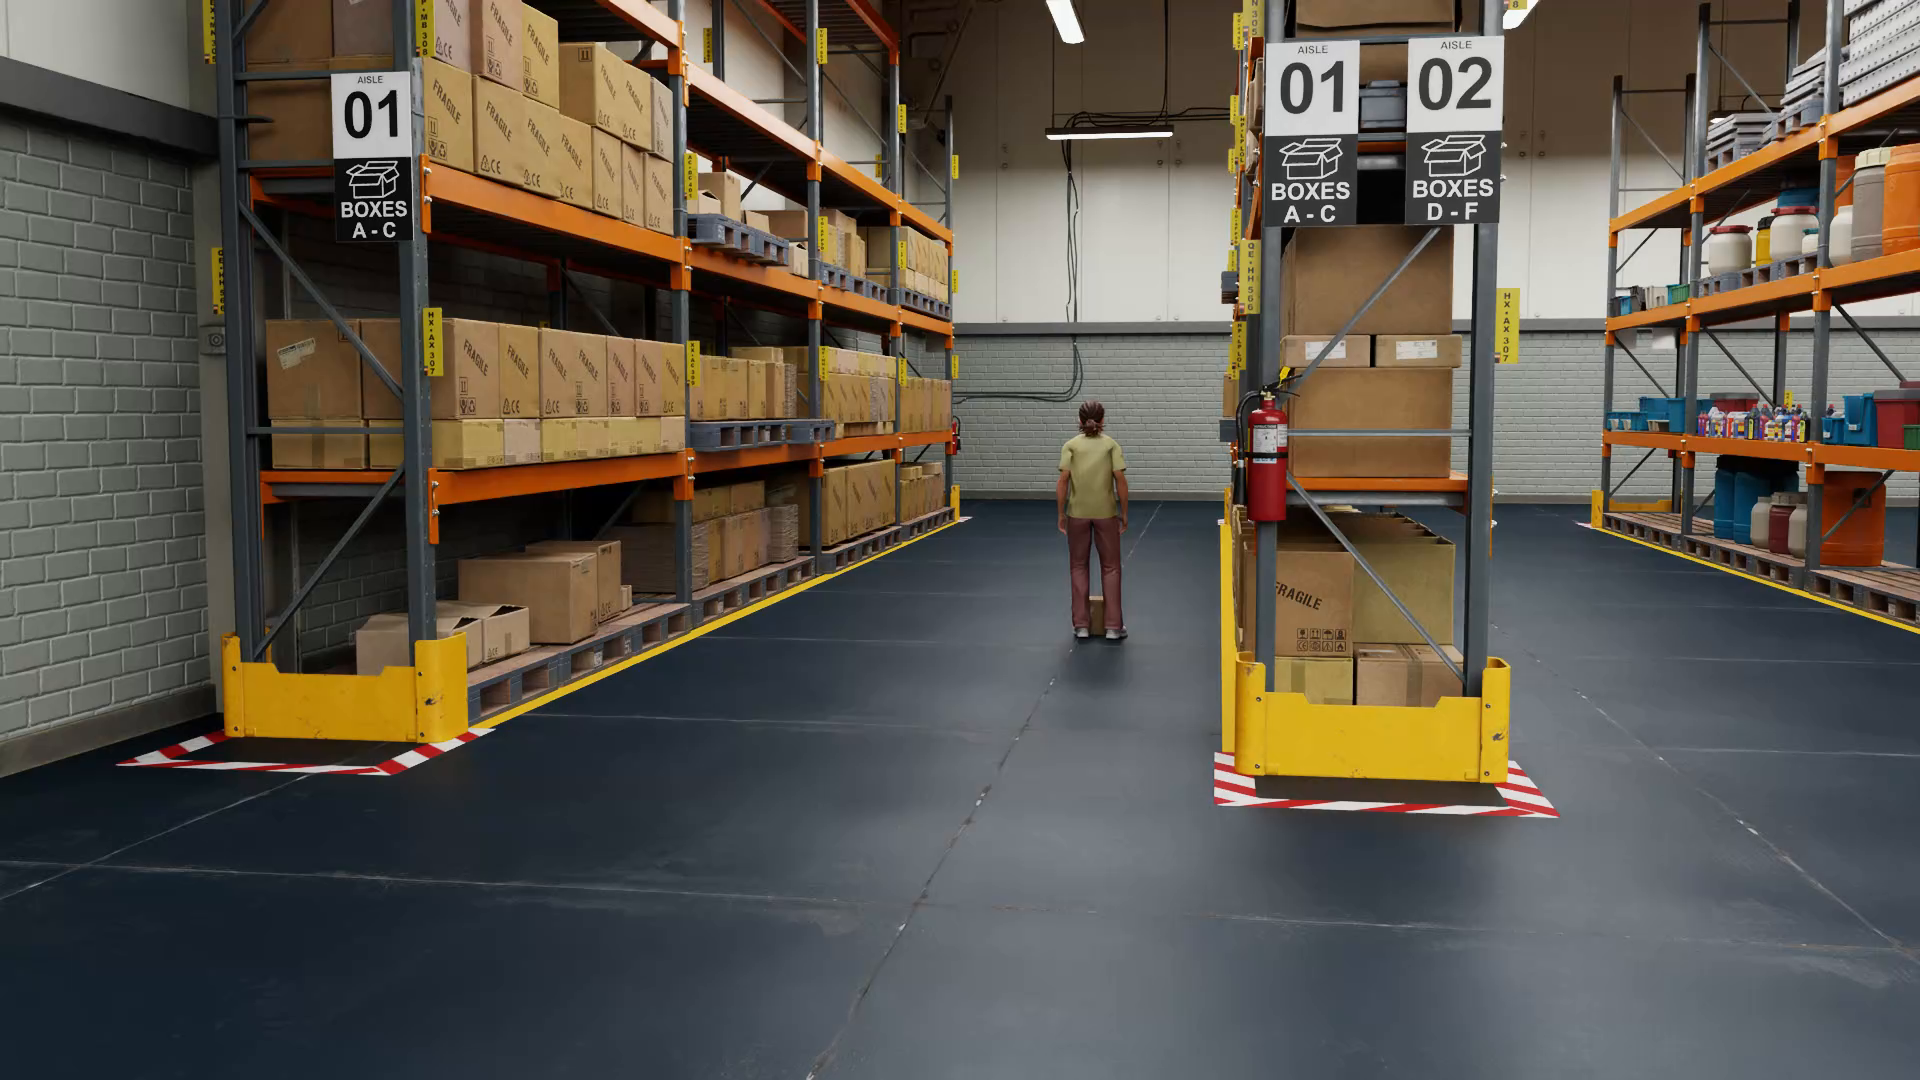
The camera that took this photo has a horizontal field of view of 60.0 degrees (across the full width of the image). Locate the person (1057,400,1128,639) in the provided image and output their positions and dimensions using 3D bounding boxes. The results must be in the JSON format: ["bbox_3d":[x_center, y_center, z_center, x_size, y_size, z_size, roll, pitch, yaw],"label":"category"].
[{"bbox_3d":[0.937,-0.148,11.721,0.500,1.673,0.404,1,5,8],"label":"person"}]
